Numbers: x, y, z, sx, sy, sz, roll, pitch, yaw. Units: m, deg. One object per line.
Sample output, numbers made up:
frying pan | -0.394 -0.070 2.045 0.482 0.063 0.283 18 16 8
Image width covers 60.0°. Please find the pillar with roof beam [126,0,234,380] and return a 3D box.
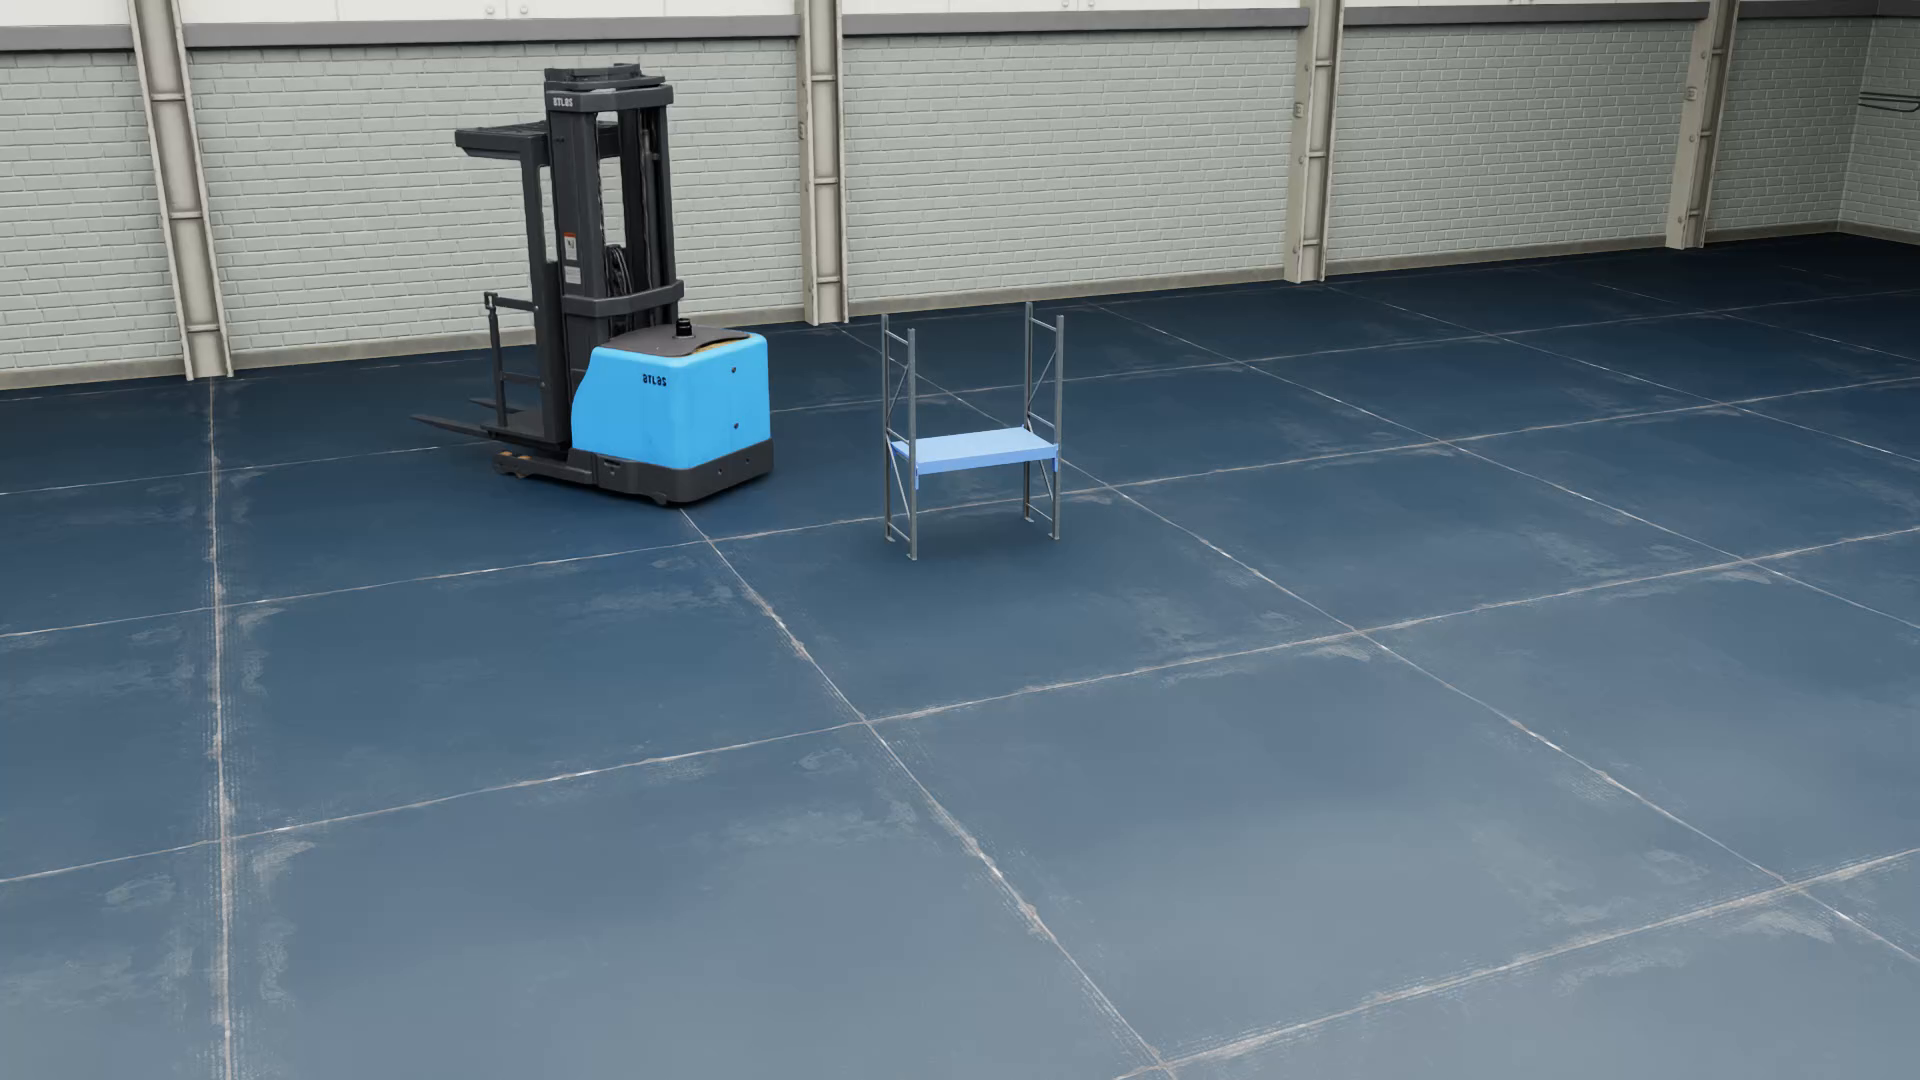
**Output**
pillar with roof beam | -5.217 -4.457 10.132 0.400 9.000 9.100 -8 21 -22

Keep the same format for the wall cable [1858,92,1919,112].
wall cable | 12.834 -6.658 21.057 0.112 2.526 3.097 -8 21 -22

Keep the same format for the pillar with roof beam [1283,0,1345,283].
pillar with roof beam | 5.802 -6.036 14.615 0.400 9.000 9.100 -8 21 -22

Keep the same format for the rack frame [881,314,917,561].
rack frame | -0.388 -0.652 10.615 0.032 1.500 0.500 -8 21 -22

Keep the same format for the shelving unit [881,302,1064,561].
shelving unit | 0.078 -0.719 10.805 1.048 1.500 0.500 -8 21 -22

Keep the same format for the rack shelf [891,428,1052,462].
rack shelf | 0.078 -0.595 10.848 0.952 0.062 0.459 -8 21 -22

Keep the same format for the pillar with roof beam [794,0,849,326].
pillar with roof beam | 0.292 -5.247 12.374 0.400 9.000 9.100 -8 21 -22

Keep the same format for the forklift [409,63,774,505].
forklift | -2.898 -1.977 12.222 3.031 2.935 1.130 12 23 30

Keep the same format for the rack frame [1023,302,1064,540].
rack frame | 0.545 -0.786 10.995 0.032 1.500 0.500 -8 21 -22
